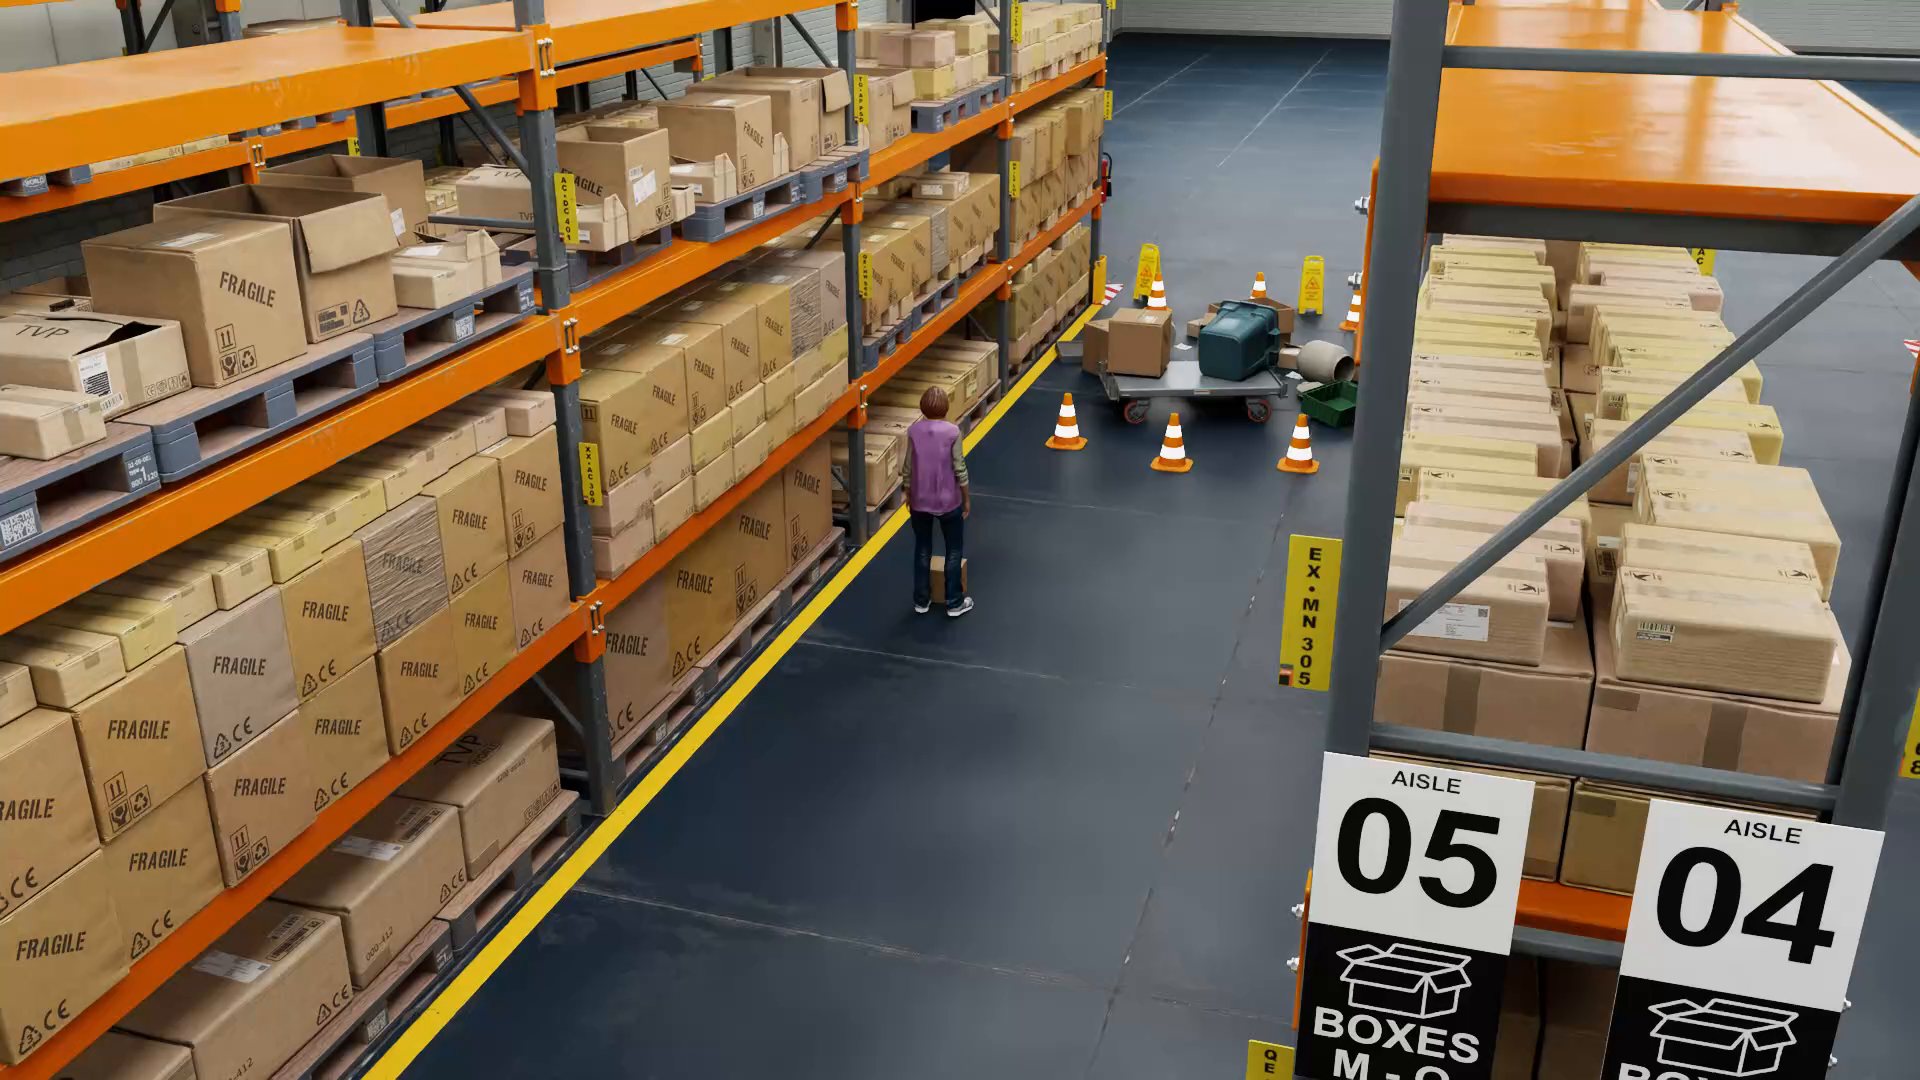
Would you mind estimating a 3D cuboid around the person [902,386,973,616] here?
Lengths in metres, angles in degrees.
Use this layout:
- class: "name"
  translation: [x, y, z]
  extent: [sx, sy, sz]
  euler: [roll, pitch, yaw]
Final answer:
- class: "person"
  translation: [-0.161, -0.248, 11.213]
  extent: [0.464, 1.591, 0.343]
  euler: [6, 23, 13]
